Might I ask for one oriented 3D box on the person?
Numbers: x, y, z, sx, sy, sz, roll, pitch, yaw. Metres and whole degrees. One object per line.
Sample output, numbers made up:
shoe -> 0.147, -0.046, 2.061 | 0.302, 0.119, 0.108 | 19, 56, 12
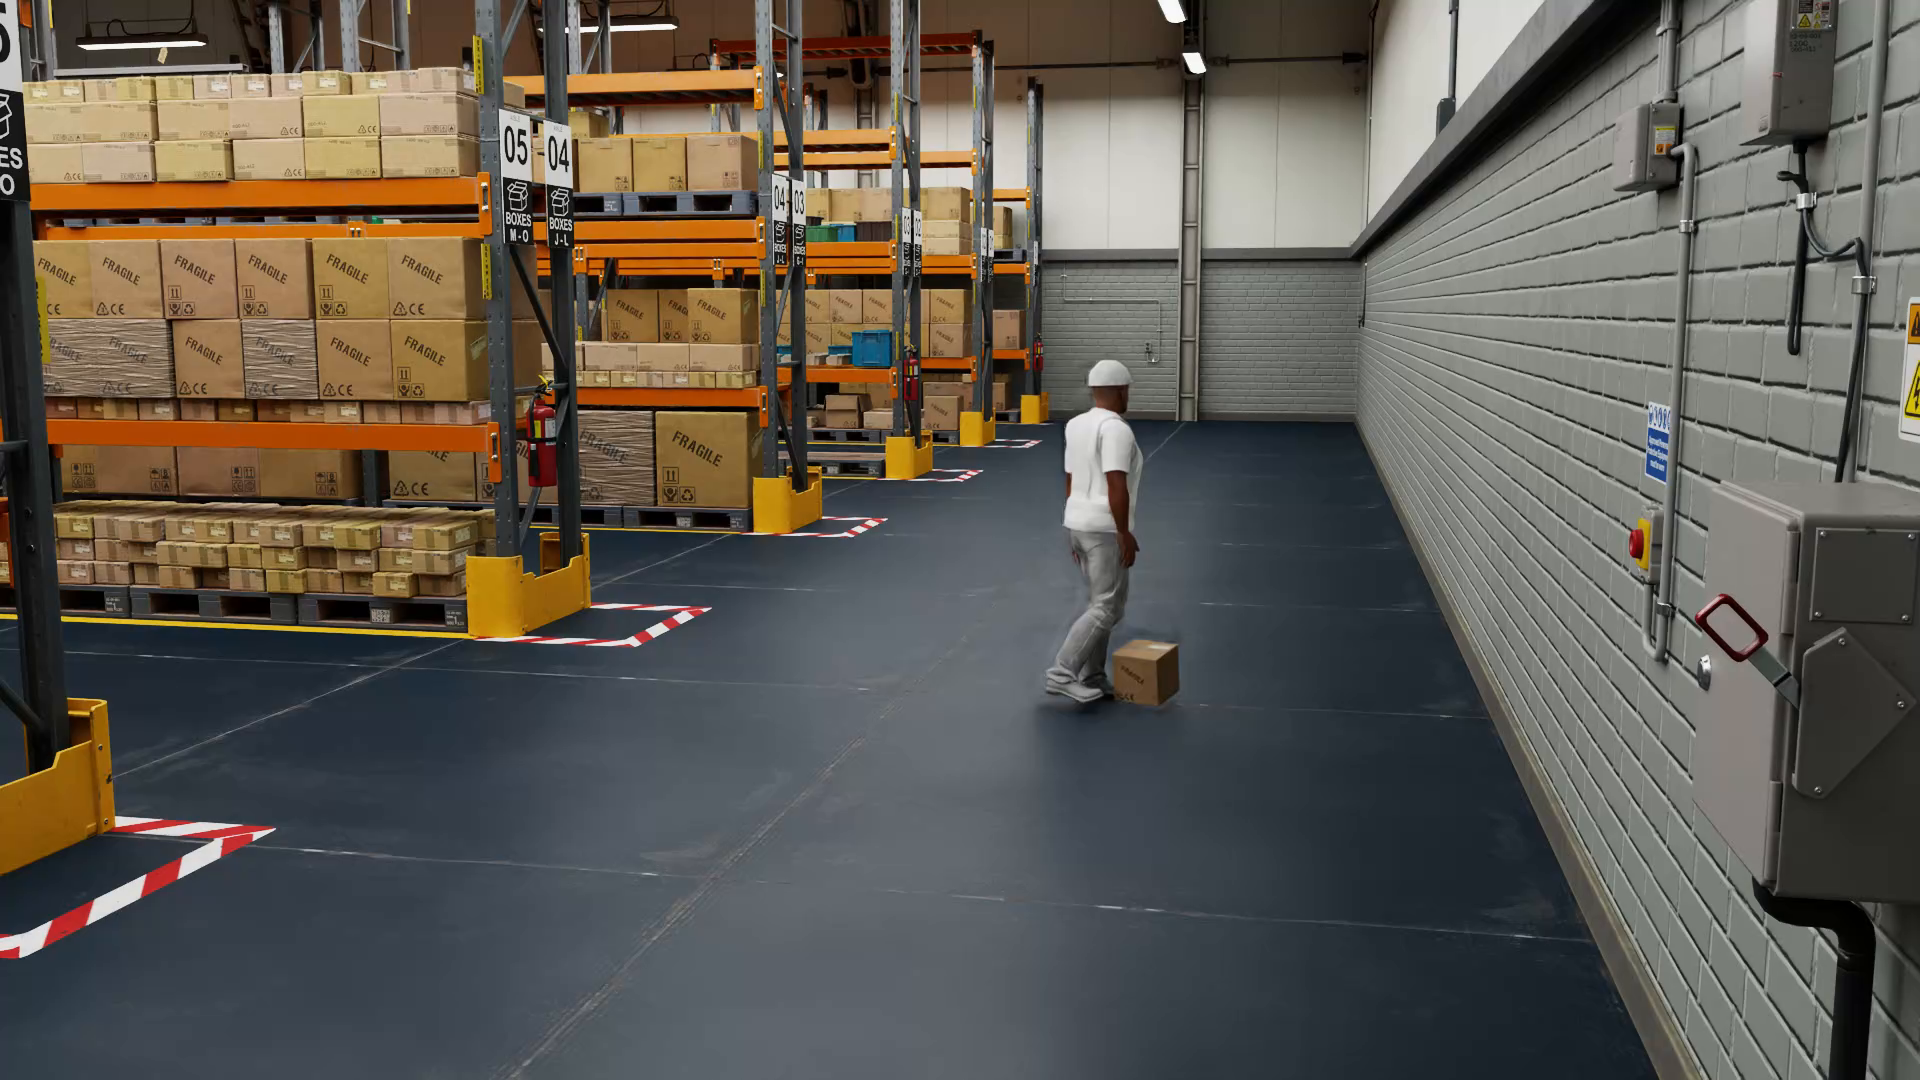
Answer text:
person -> 0.668, -0.043, 8.546 | 0.571, 1.753, 0.594 | -3, 8, -20
